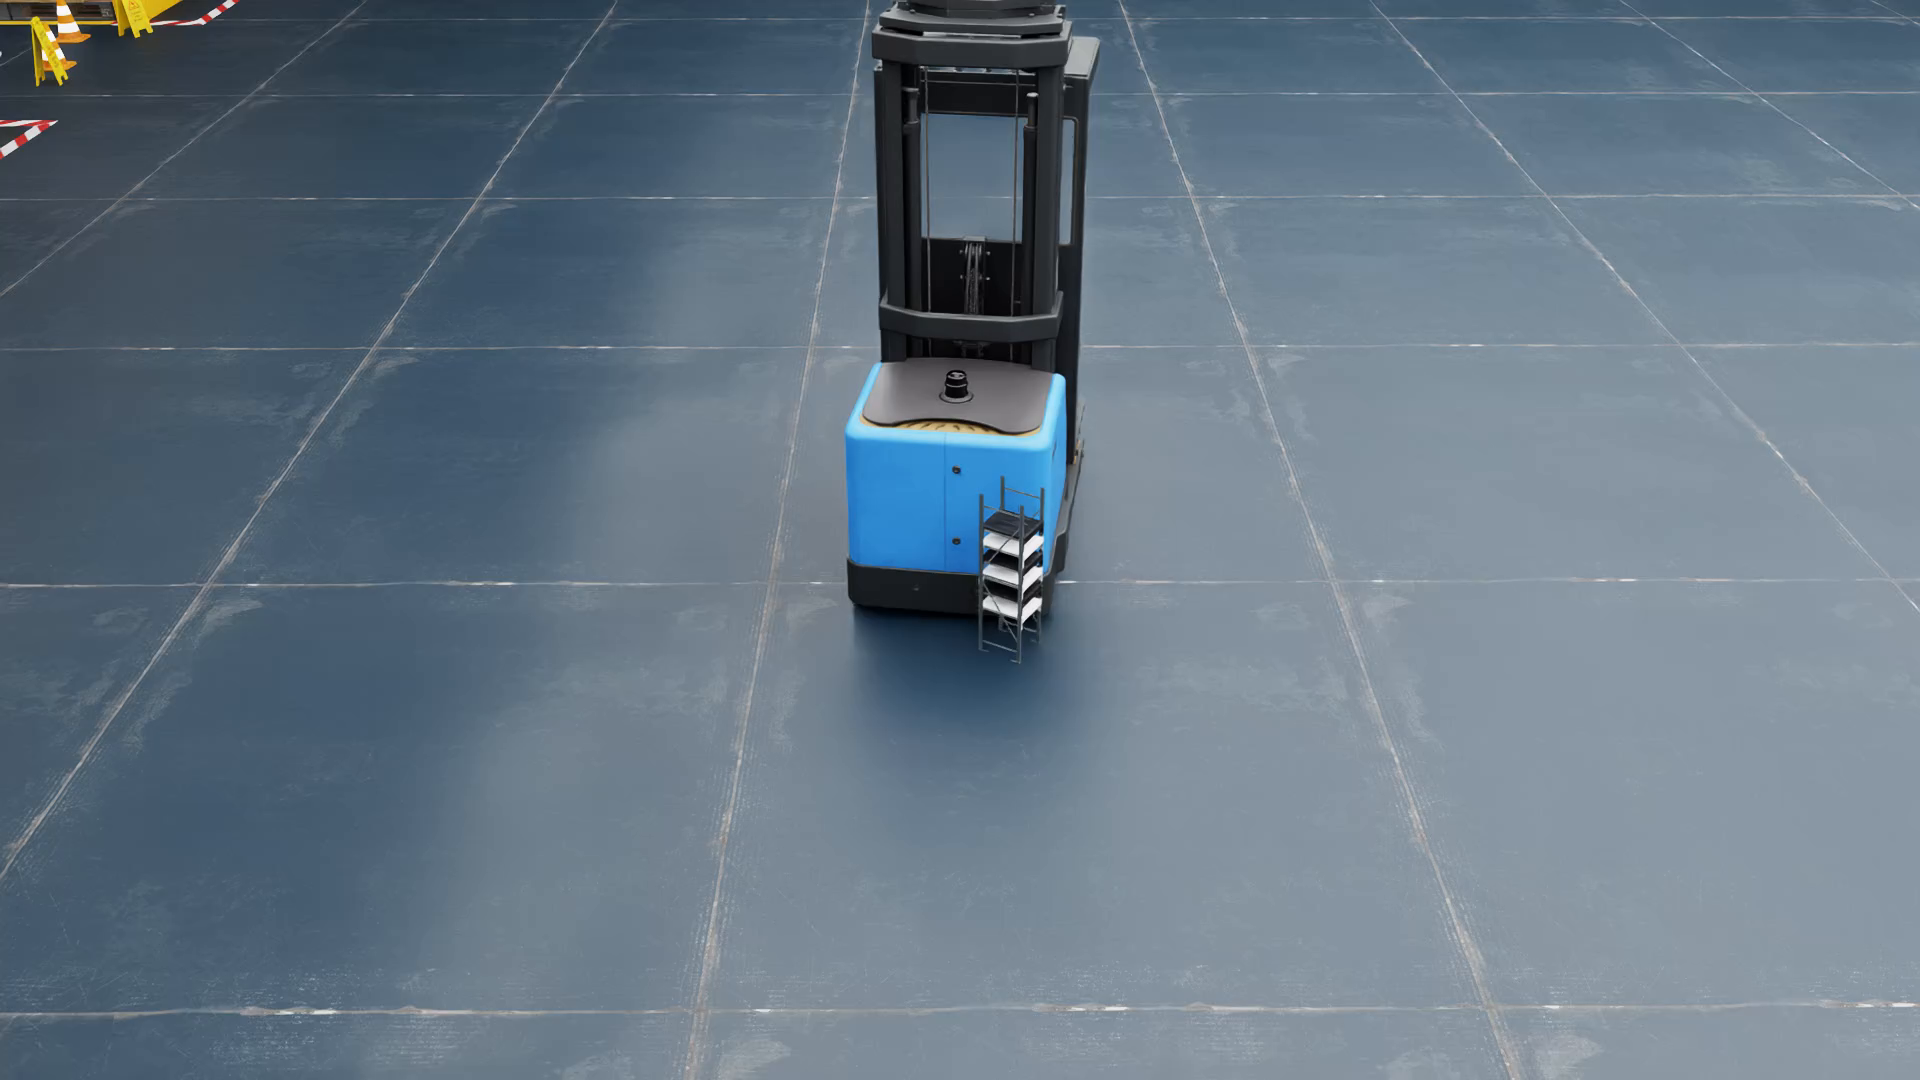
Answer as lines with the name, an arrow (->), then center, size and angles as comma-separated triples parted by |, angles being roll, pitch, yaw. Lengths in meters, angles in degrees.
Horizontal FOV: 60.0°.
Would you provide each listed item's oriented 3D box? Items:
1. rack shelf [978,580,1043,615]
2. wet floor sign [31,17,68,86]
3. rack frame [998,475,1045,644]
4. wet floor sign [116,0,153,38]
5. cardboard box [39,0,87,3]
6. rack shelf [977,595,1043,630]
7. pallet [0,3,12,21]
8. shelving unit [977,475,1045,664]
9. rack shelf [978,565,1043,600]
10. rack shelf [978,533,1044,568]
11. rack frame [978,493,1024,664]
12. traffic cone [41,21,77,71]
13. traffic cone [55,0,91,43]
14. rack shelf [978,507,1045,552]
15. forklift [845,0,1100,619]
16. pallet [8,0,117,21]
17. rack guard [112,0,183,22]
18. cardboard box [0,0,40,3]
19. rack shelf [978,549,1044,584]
rack shelf -> 0.248, 0.257, 8.197 | 0.258, 0.077, 0.200 | 17, 35, 26
wet floor sign -> -9.243, -4.938, 16.766 | 0.232, 0.644, 0.267 | -5, 32, -9
rack frame -> 0.300, 0.106, 8.208 | 0.240, 0.900, 0.006 | 17, 35, 26
wet floor sign -> -9.194, -5.924, 18.391 | 0.232, 0.644, 0.267 | 10, 33, 17
cardboard box -> -10.221, -6.346, 19.064 | 0.500, 0.250, 0.500 | 0, 31, -1
rack shelf -> 0.248, 0.333, 8.244 | 0.258, 0.077, 0.200 | 17, 35, 26
pallet -> -11.496, -6.306, 19.439 | 1.213, 0.211, 1.003 | 0, 31, 0
shelving unit -> 0.248, 0.151, 8.133 | 0.258, 0.900, 0.210 | 17, 35, 26
rack shelf -> 0.248, 0.180, 8.151 | 0.258, 0.077, 0.200 | 17, 35, 26
rack shelf -> 0.248, 0.026, 8.057 | 0.258, 0.077, 0.200 | 17, 35, 26
rack frame -> 0.196, 0.196, 8.059 | 0.240, 0.900, 0.006 | 17, 35, 26
traffic cone -> -9.466, -5.155, 17.300 | 0.334, 0.463, 0.336 | 0, 31, 0
traffic cone -> -9.813, -5.729, 18.247 | 0.334, 0.463, 0.336 | 0, 31, 0
rack shelf -> 0.248, -0.051, 8.011 | 0.258, 0.077, 0.200 | 17, 35, 26
forklift -> 0.146, -1.599, 9.060 | 1.130, 2.935, 3.031 | 4, 32, 7
pallet -> -10.279, -6.308, 19.443 | 1.213, 0.211, 1.003 | 0, 31, 0
rack guard -> -9.467, -6.416, 19.342 | 0.348, 0.500, 1.175 | 0, 31, 0
cardboard box -> -10.715, -6.349, 19.068 | 0.500, 0.250, 0.500 | 0, 31, 0
rack shelf -> 0.248, 0.103, 8.104 | 0.258, 0.077, 0.200 | 17, 35, 26
